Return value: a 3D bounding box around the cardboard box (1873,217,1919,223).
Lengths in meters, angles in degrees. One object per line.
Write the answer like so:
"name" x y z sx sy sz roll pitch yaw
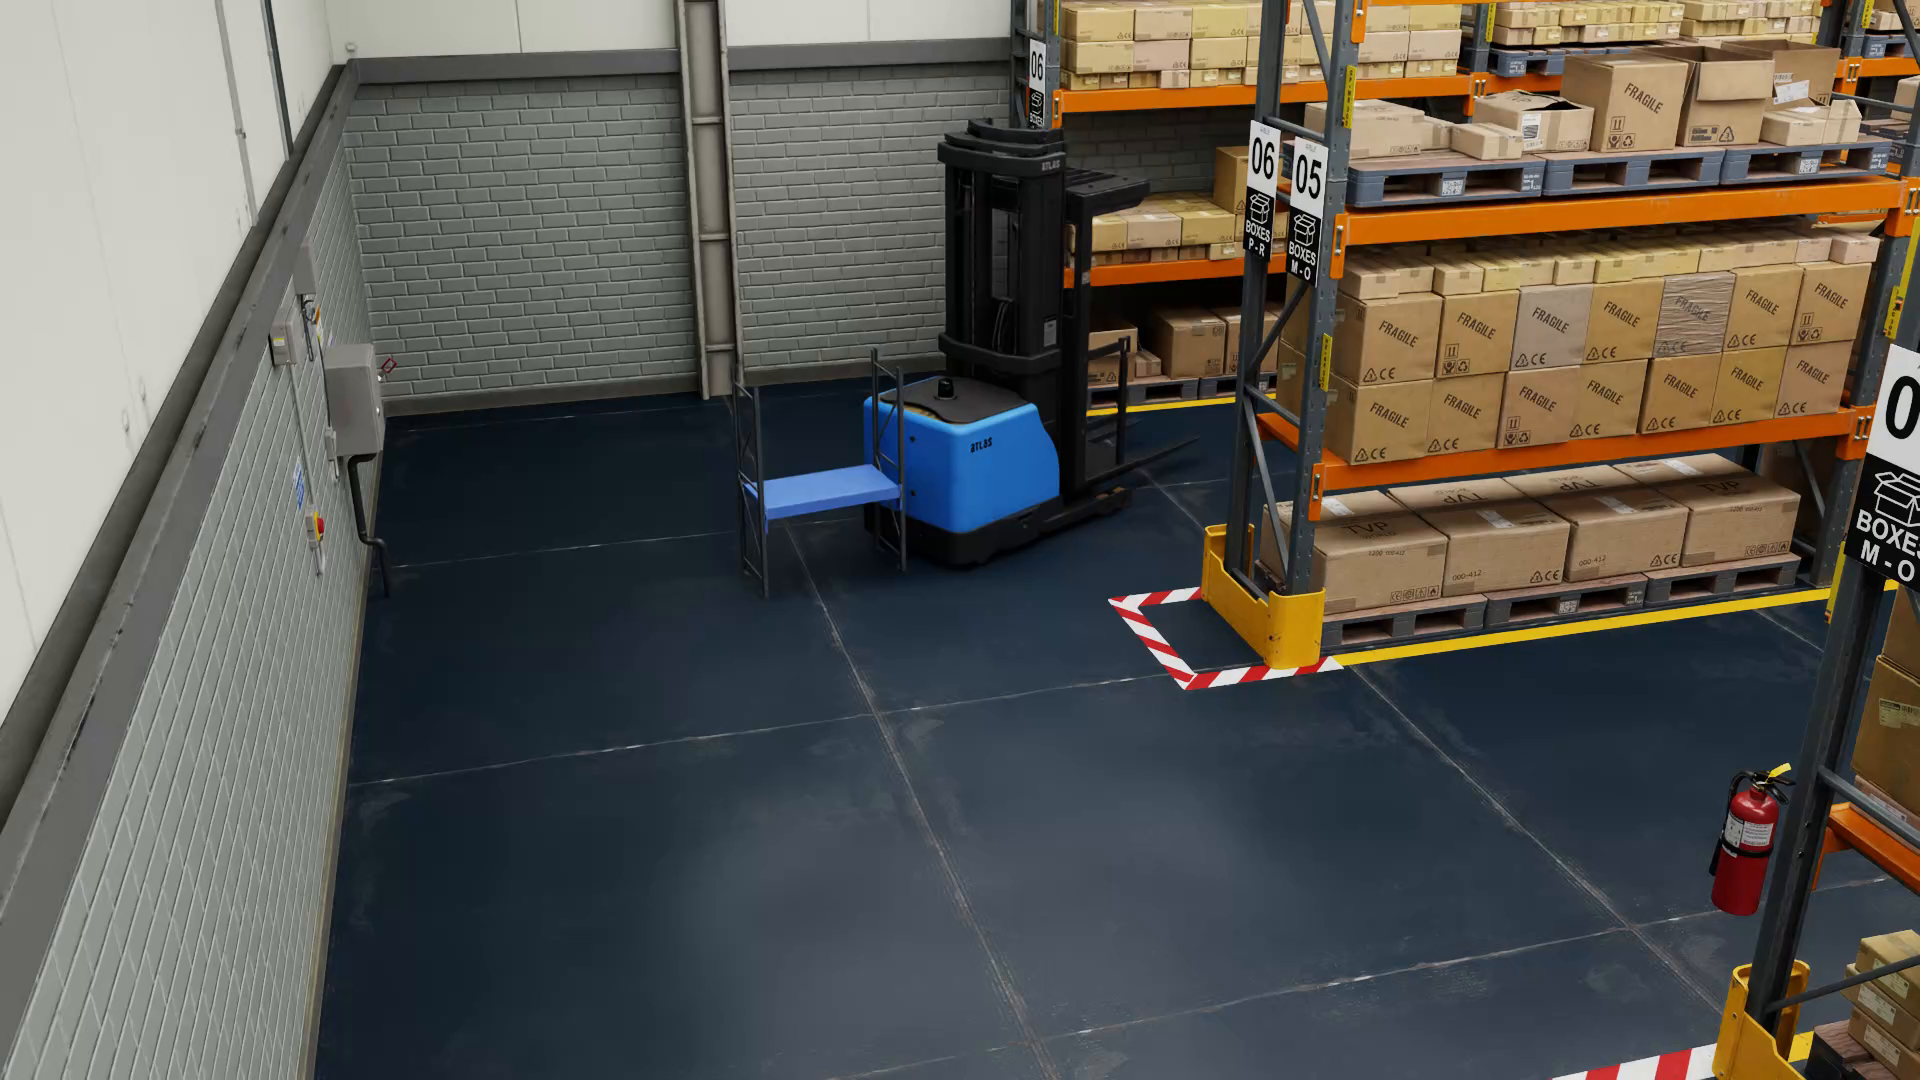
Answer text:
"cardboard box" 6.685 -1.938 11.568 0.500 0.500 0.500 -6 24 -13

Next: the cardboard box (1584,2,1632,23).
"cardboard box" 5.852 -4.773 15.048 0.250 0.149 0.380 -6 24 -14

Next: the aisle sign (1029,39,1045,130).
"aisle sign" 0.644 -3.766 13.925 0.004 0.787 0.394 -6 24 -14

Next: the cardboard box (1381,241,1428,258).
"cardboard box" 2.730 -1.819 10.468 0.250 0.149 0.380 -7 24 -15

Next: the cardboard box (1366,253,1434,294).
"cardboard box" 2.624 -1.597 9.950 0.250 0.149 0.380 -6 24 -13

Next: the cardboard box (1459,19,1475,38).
"cardboard box" 4.755 -4.676 15.199 0.250 0.149 0.380 -6 24 -15

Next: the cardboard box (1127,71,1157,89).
"cardboard box" 1.497 -3.957 14.183 0.250 0.149 0.380 -6 24 -14

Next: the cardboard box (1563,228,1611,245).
"cardboard box" 3.981 -1.945 10.762 0.250 0.149 0.380 -6 24 -14

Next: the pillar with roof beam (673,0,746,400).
"pillar with roof beam" -1.046 -3.867 9.851 0.400 9.000 9.100 -6 24 -14

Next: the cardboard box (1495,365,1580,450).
"cardboard box" 3.489 -0.906 10.430 0.500 0.500 0.500 -6 24 -15

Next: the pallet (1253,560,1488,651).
"pallet" 2.723 0.361 11.141 1.213 0.211 1.003 -6 24 -14

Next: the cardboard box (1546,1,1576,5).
"cardboard box" 5.473 -4.921 15.392 0.250 0.149 0.380 -6 24 -13

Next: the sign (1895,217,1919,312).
"sign" 3.279 -0.935 5.699 0.005 0.325 0.100 -6 24 -14

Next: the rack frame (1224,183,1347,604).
"rack frame" 1.975 -0.806 10.324 0.127 3.000 1.000 -6 24 -14

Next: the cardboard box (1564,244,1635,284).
"cardboard box" 3.896 -1.691 10.170 0.250 0.149 0.380 -7 24 -16

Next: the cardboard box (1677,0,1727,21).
"cardboard box" 6.833 -4.884 15.332 0.250 0.149 0.380 -6 24 -14

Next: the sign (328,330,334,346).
"sign" -4.208 -1.131 11.202 0.001 0.494 0.329 -6 24 -14

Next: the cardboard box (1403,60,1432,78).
"cardboard box" 3.979 -4.203 14.757 0.250 0.149 0.380 -6 24 -14

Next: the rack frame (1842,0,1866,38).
"rack frame" 8.333 -6.299 15.518 0.127 3.000 1.000 -6 24 -14

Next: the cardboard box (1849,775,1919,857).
"cardboard box" 3.647 1.036 6.349 0.250 0.149 0.380 -6 24 -14

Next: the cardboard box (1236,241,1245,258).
"cardboard box" 2.523 -2.659 14.962 0.250 0.149 0.380 -6 24 -13

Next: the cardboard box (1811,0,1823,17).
"cardboard box" 8.082 -5.022 15.654 0.250 0.149 0.380 -6 24 -13

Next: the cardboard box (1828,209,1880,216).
"cardboard box" 8.826 -3.427 16.624 0.500 0.250 0.500 -6 24 -14

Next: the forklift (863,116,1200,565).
"forklift" 0.680 -1.660 12.401 1.130 2.935 3.031 21 31 40

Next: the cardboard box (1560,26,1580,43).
"cardboard box" 5.353 -4.577 14.968 0.250 0.149 0.380 -6 24 -14

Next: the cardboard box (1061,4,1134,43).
"cardboard box" 1.125 -4.318 13.883 0.500 0.250 0.500 -7 24 -15

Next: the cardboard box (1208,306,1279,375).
"cardboard box" 2.614 -1.858 15.413 0.500 0.500 0.500 -6 24 -13

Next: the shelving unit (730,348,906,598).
"shelving unit" -0.960 -0.468 11.438 1.048 1.500 0.538 -10 25 -23

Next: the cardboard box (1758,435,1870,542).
"cardboard box" 6.401 -0.545 11.877 0.875 0.875 0.875 -6 24 -13

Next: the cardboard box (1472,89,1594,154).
"cardboard box" 3.429 -2.523 9.974 0.500 0.311 0.500 -6 24 -13

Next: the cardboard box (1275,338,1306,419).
"cardboard box" 2.368 -1.003 10.658 0.500 0.500 0.500 -6 24 -14

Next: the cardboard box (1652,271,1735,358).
"cardboard box" 4.468 -1.473 10.485 0.500 0.500 0.500 -6 24 -14

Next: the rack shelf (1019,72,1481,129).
"rack shelf" 2.556 -3.951 14.761 4.000 0.370 1.077 -6 24 -14

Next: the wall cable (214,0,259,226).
"wall cable" -3.426 -2.850 7.479 0.029 3.000 0.463 -6 24 -14

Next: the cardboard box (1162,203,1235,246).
"cardboard box" 2.113 -2.813 14.814 0.500 0.250 0.500 -7 24 -15

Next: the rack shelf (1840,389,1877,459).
"rack shelf" 7.752 -1.114 11.955 4.000 0.370 1.077 -6 24 -14

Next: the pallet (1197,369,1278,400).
"pallet" 2.643 -1.630 15.782 1.213 0.211 1.003 -6 24 -14

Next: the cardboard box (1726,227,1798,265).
"cardboard box" 5.090 -1.872 10.591 0.250 0.149 0.380 -6 24 -14

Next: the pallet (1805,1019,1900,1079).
"pallet" 4.274 2.263 6.708 1.213 0.211 1.003 -6 24 -14

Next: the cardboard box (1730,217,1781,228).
"cardboard box" 5.210 -2.067 11.045 0.250 0.149 0.380 -6 24 -14

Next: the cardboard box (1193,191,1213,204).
"cardboard box" 2.480 -3.068 15.410 0.500 0.250 0.500 -6 24 -14

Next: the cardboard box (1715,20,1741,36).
"cardboard box" 7.061 -4.816 15.551 0.250 0.149 0.380 -6 24 -14

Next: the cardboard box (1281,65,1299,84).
"cardboard box" 2.741 -4.053 14.407 0.250 0.149 0.380 -6 24 -13

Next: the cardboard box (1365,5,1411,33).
"cardboard box" 3.575 -4.589 14.516 0.500 0.250 0.500 -7 24 -15

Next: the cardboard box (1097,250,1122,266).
"cardboard box" 1.253 -2.550 14.707 0.250 0.149 0.380 -6 24 -13

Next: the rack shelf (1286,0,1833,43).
"rack shelf" 3.900 -3.261 9.858 4.000 0.370 1.077 -6 24 -14

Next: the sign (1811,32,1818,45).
"sign" 5.670 -3.197 11.039 0.005 0.325 0.100 -6 24 -14

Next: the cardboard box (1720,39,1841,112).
"cardboard box" 5.203 -2.912 10.643 0.500 0.500 0.500 -6 24 -13

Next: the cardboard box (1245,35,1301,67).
"cardboard box" 2.603 -4.255 14.372 0.500 0.250 0.500 -7 24 -15
